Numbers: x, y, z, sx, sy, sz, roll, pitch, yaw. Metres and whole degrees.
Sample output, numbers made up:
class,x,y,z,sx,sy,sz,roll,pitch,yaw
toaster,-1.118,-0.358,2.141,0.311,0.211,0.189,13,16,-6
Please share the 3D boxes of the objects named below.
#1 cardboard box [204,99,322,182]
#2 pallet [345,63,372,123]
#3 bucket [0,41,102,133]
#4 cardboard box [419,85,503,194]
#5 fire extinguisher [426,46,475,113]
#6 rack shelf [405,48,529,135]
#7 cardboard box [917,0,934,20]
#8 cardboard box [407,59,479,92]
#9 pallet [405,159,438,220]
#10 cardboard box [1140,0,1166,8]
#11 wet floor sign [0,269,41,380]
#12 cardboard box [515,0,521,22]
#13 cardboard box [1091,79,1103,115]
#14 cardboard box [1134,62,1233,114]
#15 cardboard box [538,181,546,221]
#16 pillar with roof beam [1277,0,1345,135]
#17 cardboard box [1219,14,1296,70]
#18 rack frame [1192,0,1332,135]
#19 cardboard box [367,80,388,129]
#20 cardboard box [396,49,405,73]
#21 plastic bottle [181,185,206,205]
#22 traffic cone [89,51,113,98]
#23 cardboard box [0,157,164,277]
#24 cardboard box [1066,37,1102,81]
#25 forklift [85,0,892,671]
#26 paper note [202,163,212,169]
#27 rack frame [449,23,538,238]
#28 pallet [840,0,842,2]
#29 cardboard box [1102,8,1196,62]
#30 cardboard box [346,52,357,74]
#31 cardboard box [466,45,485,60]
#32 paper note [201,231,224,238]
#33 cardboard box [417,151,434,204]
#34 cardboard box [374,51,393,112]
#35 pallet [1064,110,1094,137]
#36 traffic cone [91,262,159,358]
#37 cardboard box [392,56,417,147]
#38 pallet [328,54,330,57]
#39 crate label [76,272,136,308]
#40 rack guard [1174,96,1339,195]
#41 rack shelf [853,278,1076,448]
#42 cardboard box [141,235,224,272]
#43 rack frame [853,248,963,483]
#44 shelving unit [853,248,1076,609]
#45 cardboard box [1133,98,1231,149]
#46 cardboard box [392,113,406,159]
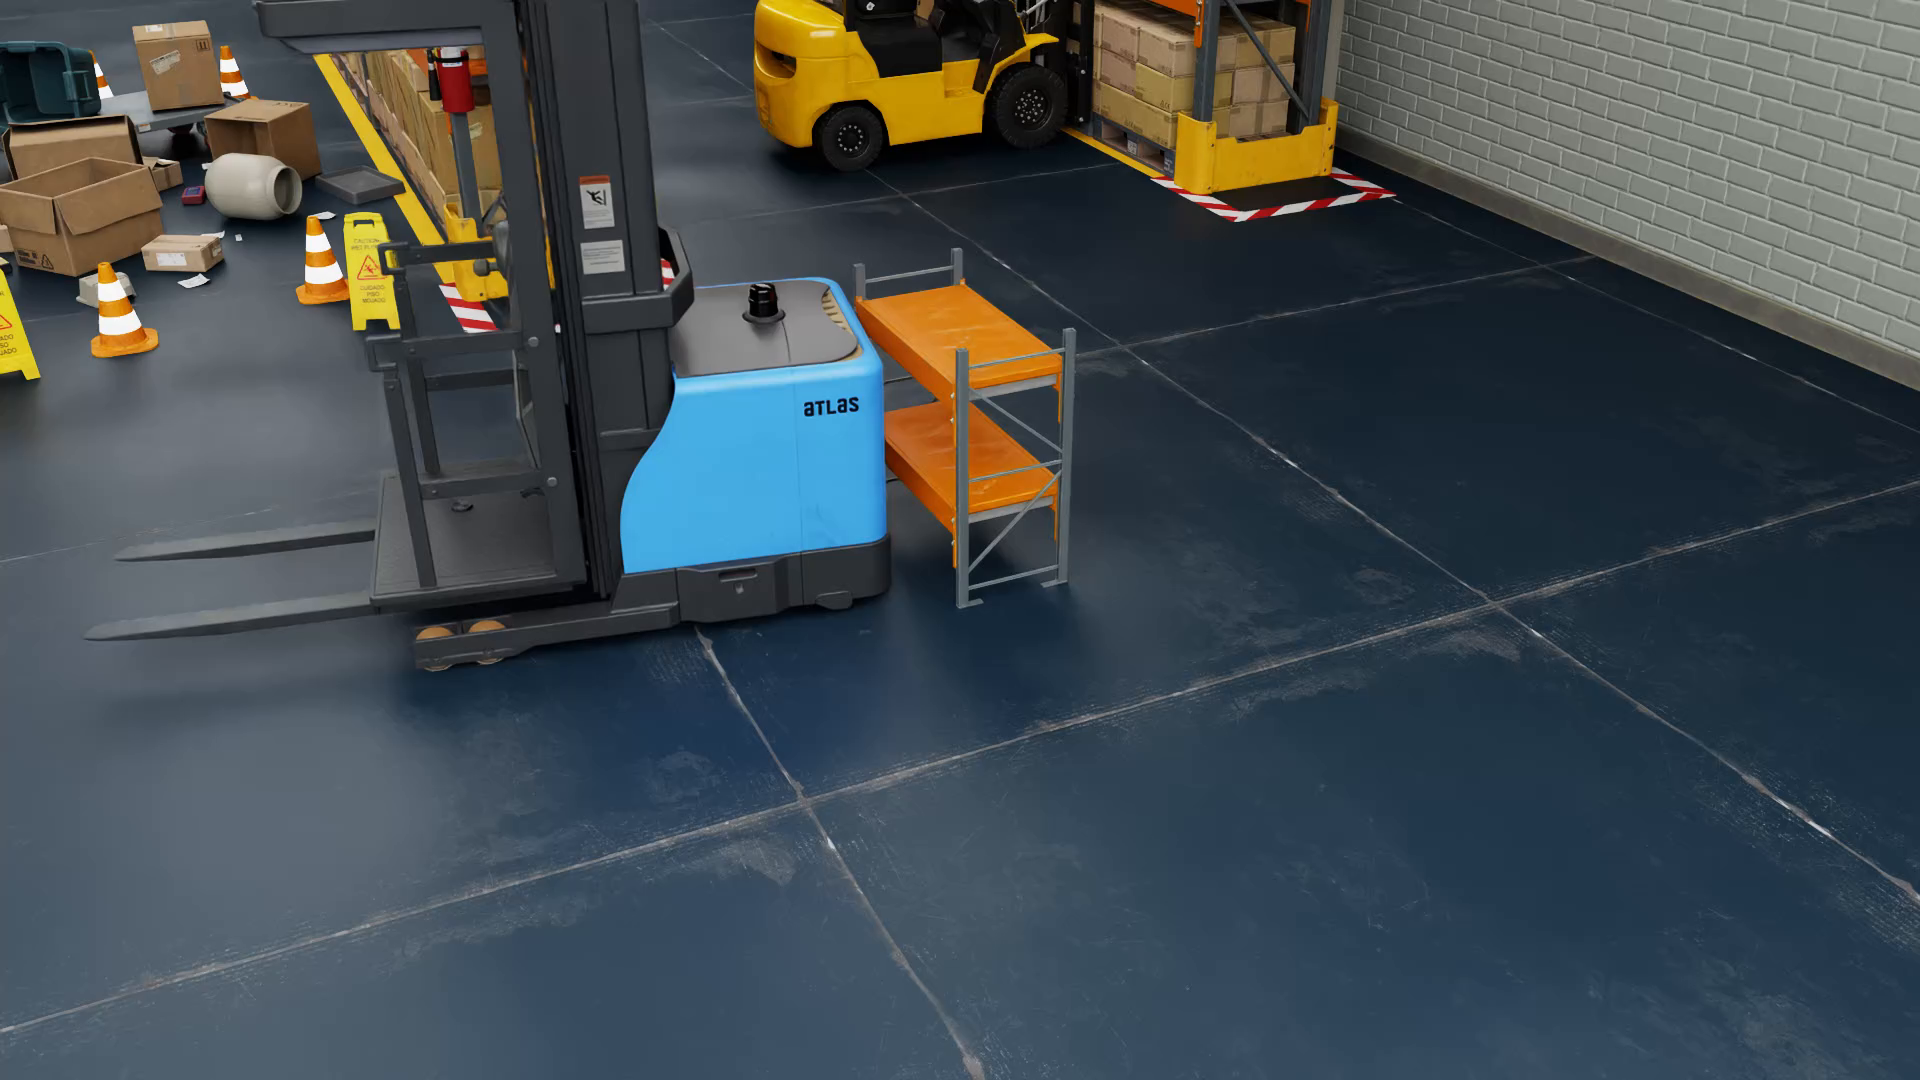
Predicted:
class,x,y,z,sx,sy,sz,roll,pitch,yaw
cardboard box,-4.888,-2.774,11.683,0.500,0.500,0.500,7,30,13
pallet,-4.455,-3.749,13.721,1.003,0.211,1.213,-13,32,-22
bucket,-6.406,-3.197,11.678,0.726,0.611,0.620,-3,19,-5
cardboard box,-2.982,-2.465,10.195,0.500,0.500,0.500,-13,32,-22
fire extinguisher,-2.769,-2.674,9.031,0.296,0.674,0.183,-13,32,-22
rack shelf,-3.261,-3.425,11.026,1.077,0.370,4.000,-13,32,-22
cardboard box,0.128,-5.041,15.172,0.875,0.625,0.625,-12,31,-20
cardboard box,-3.200,-2.896,10.300,0.380,0.149,0.250,-12,31,-21
pallet,-3.271,-2.577,11.630,1.003,0.211,1.213,-13,32,-22
cardboard box,1.621,-4.014,12.701,0.500,0.250,0.500,-13,32,-22
wet floor sign,-5.029,-1.147,8.636,0.267,0.644,0.232,-19,35,-30
cardboard box,-2.355,-3.296,9.655,0.500,0.500,0.500,-14,32,-23
cardboard box,1.181,-3.469,12.751,0.500,0.250,0.500,-13,32,-21
cardboard box,1.588,-3.250,11.850,0.500,0.250,0.500,-14,32,-23
cardboard box,-2.499,-2.253,10.584,0.500,0.250,0.500,-13,32,-22
pillar with roof beam,-1.294,-6.109,8.943,9.100,9.000,0.400,-13,32,-22
cardboard box,2.044,-3.571,11.911,0.500,0.250,0.500,-14,32,-23
rack frame,2.079,-3.899,11.136,1.000,3.000,0.127,-13,32,-22
cardboard box,-4.110,-3.289,12.430,0.500,0.250,0.500,-15,32,-24
cardboard box,-3.416,-3.125,10.708,0.380,0.149,0.250,-12,31,-20
plastic bottle,-5.259,-2.377,11.426,0.133,0.061,0.283,-8,30,-13
traffic cone,-6.944,-3.688,13.353,0.336,0.463,0.334,-13,32,-22
cardboard box,-5.443,-2.011,10.321,0.637,0.503,0.797,13,32,21
cardboard box,1.142,-3.698,12.648,0.500,0.250,0.500,-14,32,-23
forklift,-1.854,-1.063,6.149,3.031,2.935,1.130,-7,30,-13
paper note,-5.433,-2.735,12.096,0.148,0.019,0.142,-13,32,-22
rack frame,-2.402,-2.855,9.275,1.000,3.000,0.127,-13,32,-22
pallet,-0.517,-5.307,16.498,1.003,0.211,1.213,-13,32,-22
cardboard box,1.375,-3.681,12.108,0.500,0.250,0.500,-12,32,-21
cardboard box,-4.658,-4.207,13.943,0.950,0.372,0.625,-11,31,-19
cardboard box,-2.756,-2.866,9.551,0.380,0.149,0.250,-12,31,-20
paper note,-4.835,-1.961,10.728,0.148,0.019,0.142,-3,29,-5
cardboard box,-3.207,-2.370,10.792,0.500,0.250,0.500,-13,32,-22
cardboard box,-3.869,-3.382,11.829,0.500,0.500,0.500,-12,31,-20
pallet,1.193,-3.550,13.365,1.003,0.211,1.213,-13,32,-22
traffic cone,-4.608,-1.284,9.068,0.336,0.463,0.334,-13,32,-22
cardboard box,-3.419,-2.919,11.005,0.500,0.500,0.500,-14,32,-23
pallet,-5.502,-4.827,15.643,1.003,0.211,1.213,-13,32,-22
crate label,-5.002,-1.477,9.743,0.298,0.136,0.250,19,34,30
rack guard,2.090,-2.798,11.729,1.175,0.500,0.348,-13,32,-22
rack shelf,-0.003,-0.749,6.837,0.538,0.278,1.000,-13,32,-22
cardboard box,-4.789,-1.766,10.248,0.380,0.149,0.250,2,29,4
rack frame,-0.220,-0.719,7.381,0.500,1.125,0.032,-13,32,-22
shelving unit,-0.002,-0.494,6.980,0.538,1.125,1.048,-13,32,-22
cardboard box,1.592,-3.024,11.958,0.500,0.250,0.500,-13,32,-22
cardboard box,-3.640,-2.821,11.597,0.500,0.250,0.500,-14,32,-23
